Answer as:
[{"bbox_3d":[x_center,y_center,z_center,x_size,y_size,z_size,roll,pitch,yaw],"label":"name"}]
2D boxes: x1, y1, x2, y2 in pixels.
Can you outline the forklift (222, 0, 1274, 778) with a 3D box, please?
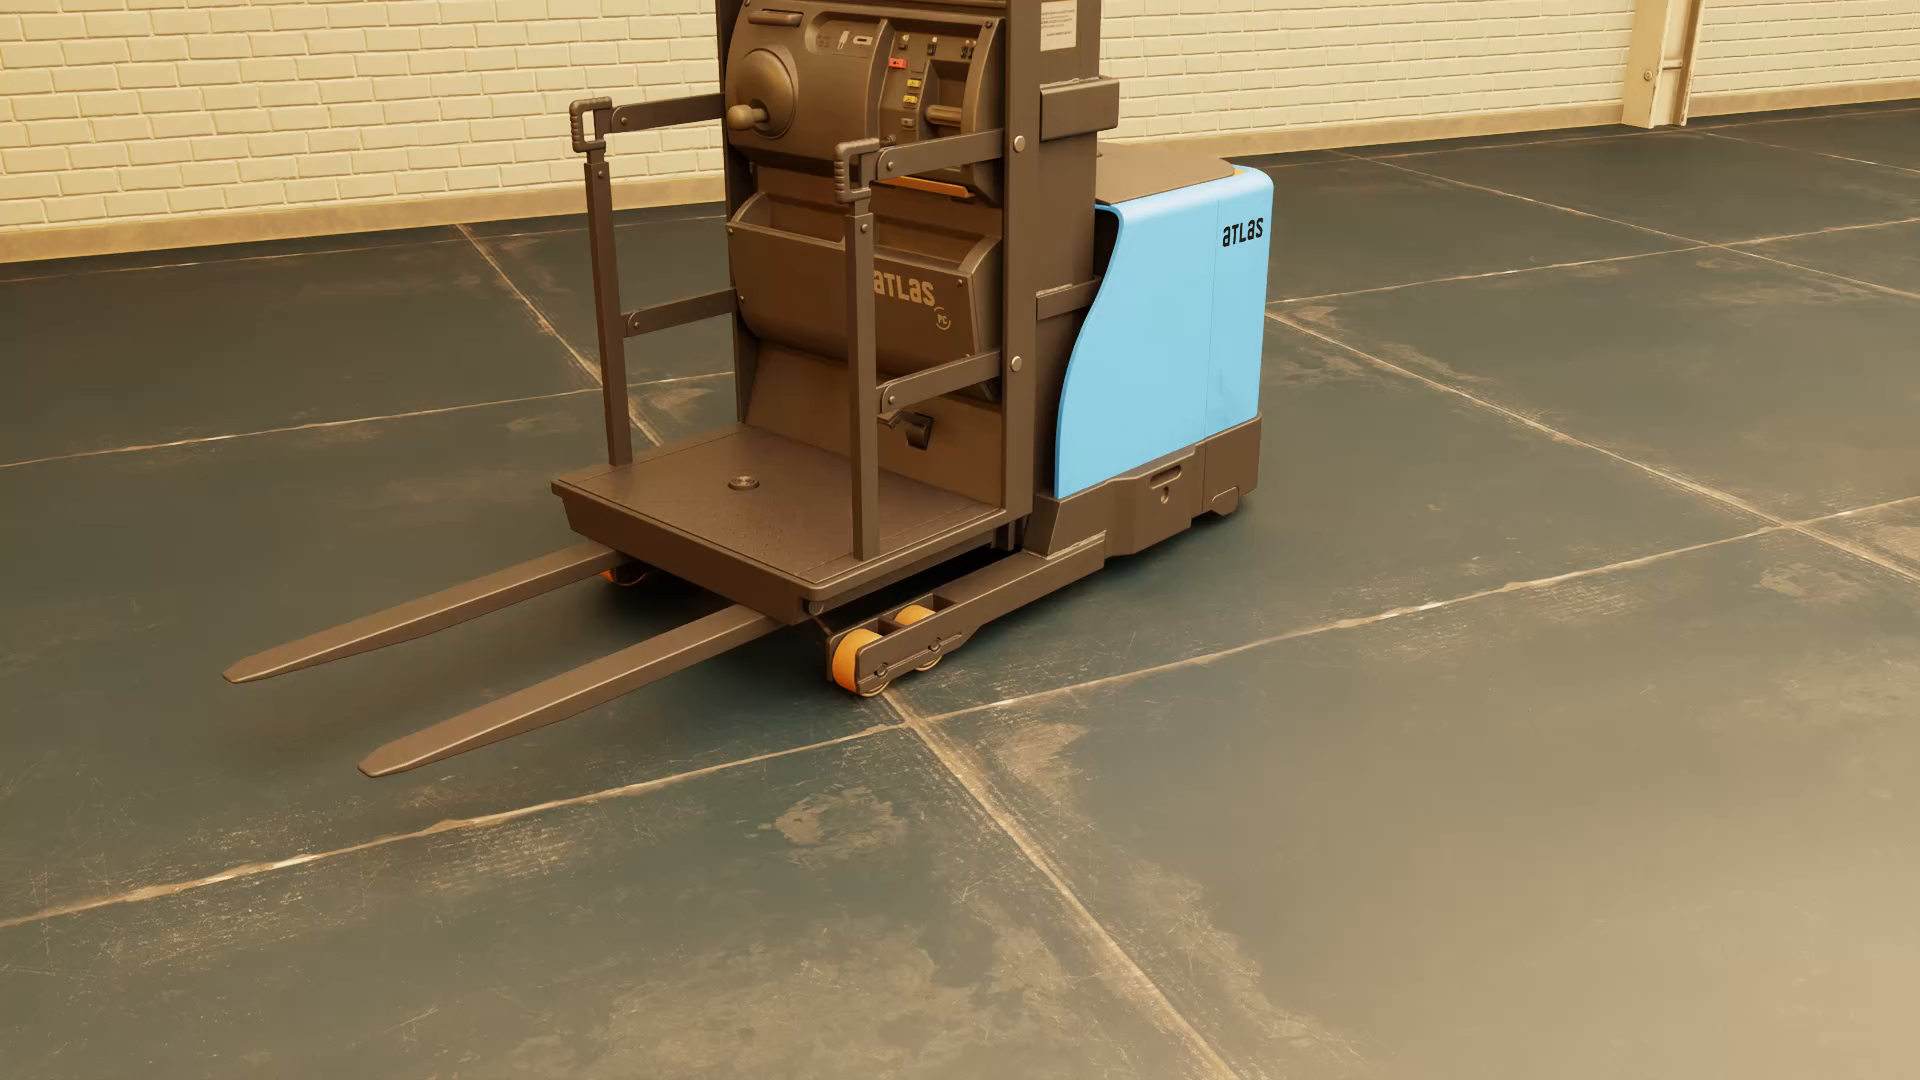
[{"bbox_3d":[-0.413,-1.182,4.131,1.130,2.935,3.031,19,29,39],"label":"forklift"}]
